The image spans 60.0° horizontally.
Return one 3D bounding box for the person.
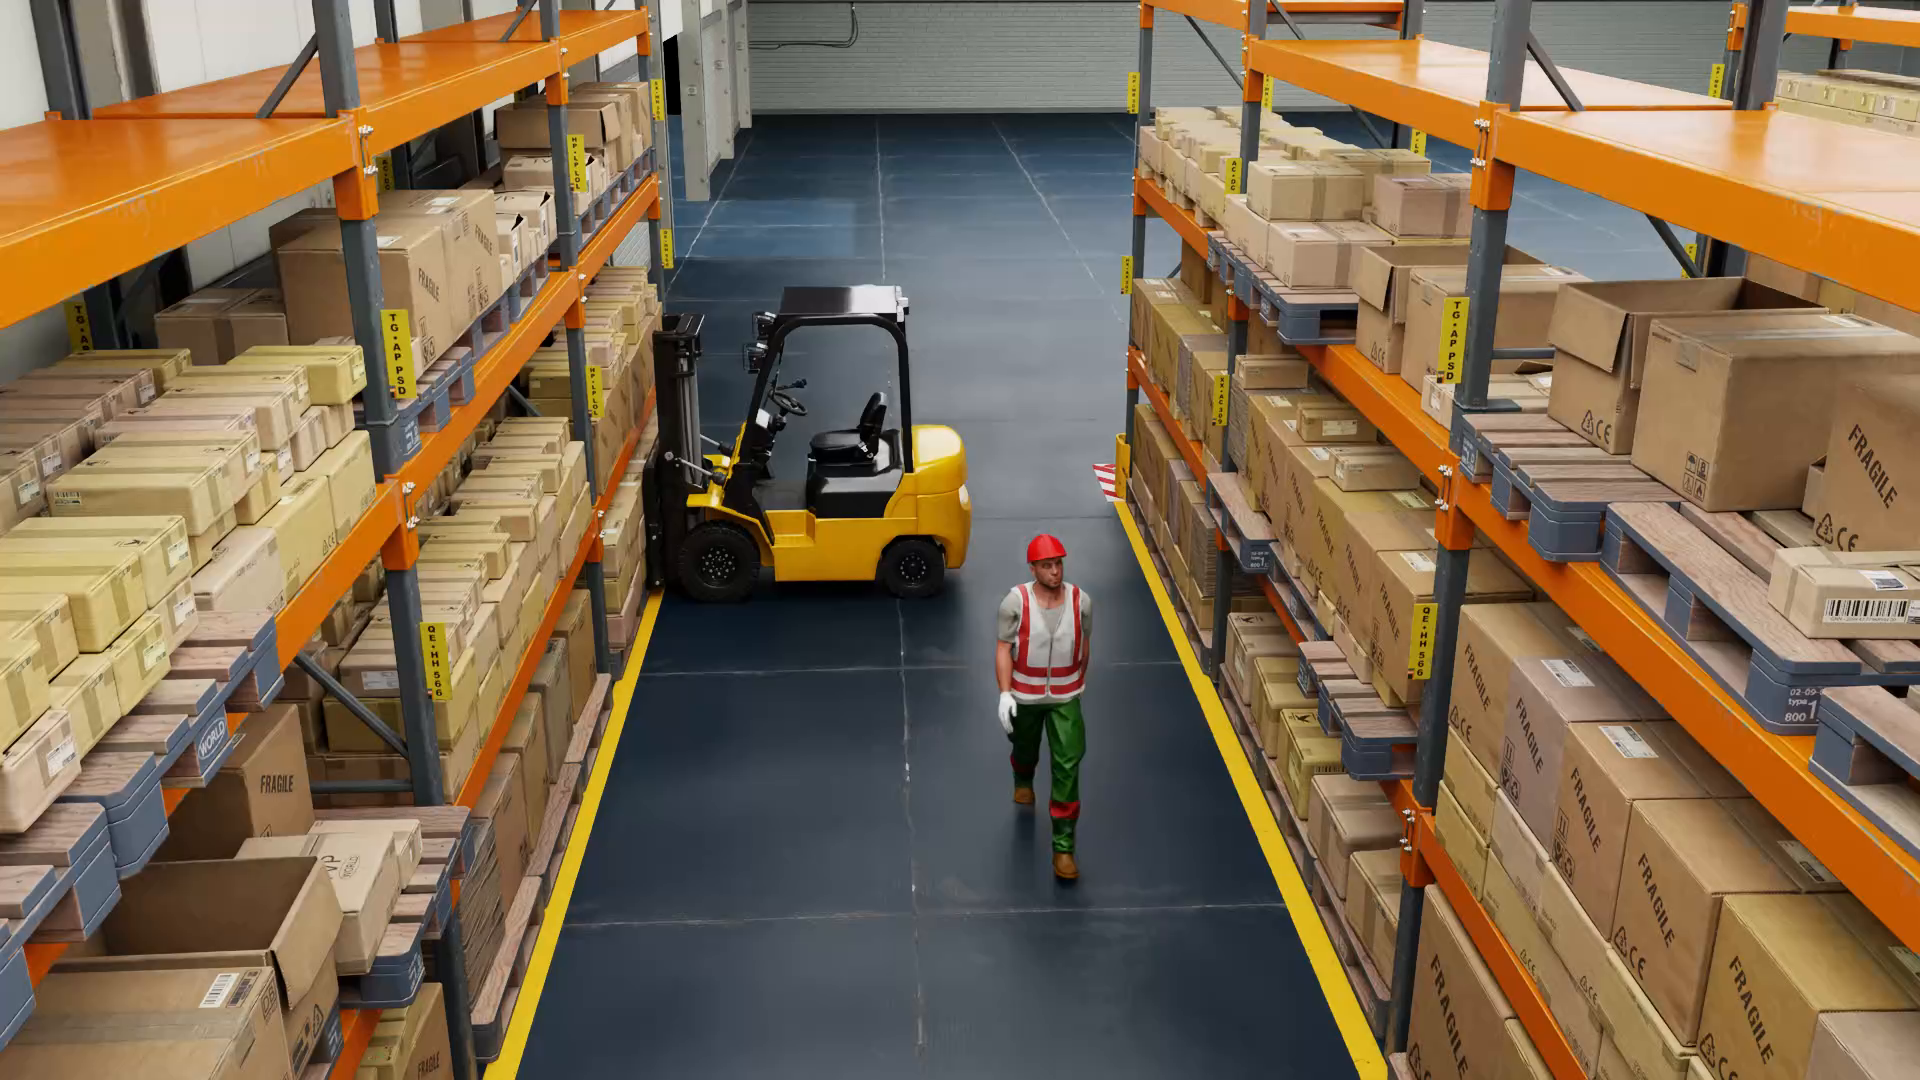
[{"bbox_3d":[0.449,0.820,8.817,0.527,1.742,1.040,-1,20,-2],"label":"person"}]
